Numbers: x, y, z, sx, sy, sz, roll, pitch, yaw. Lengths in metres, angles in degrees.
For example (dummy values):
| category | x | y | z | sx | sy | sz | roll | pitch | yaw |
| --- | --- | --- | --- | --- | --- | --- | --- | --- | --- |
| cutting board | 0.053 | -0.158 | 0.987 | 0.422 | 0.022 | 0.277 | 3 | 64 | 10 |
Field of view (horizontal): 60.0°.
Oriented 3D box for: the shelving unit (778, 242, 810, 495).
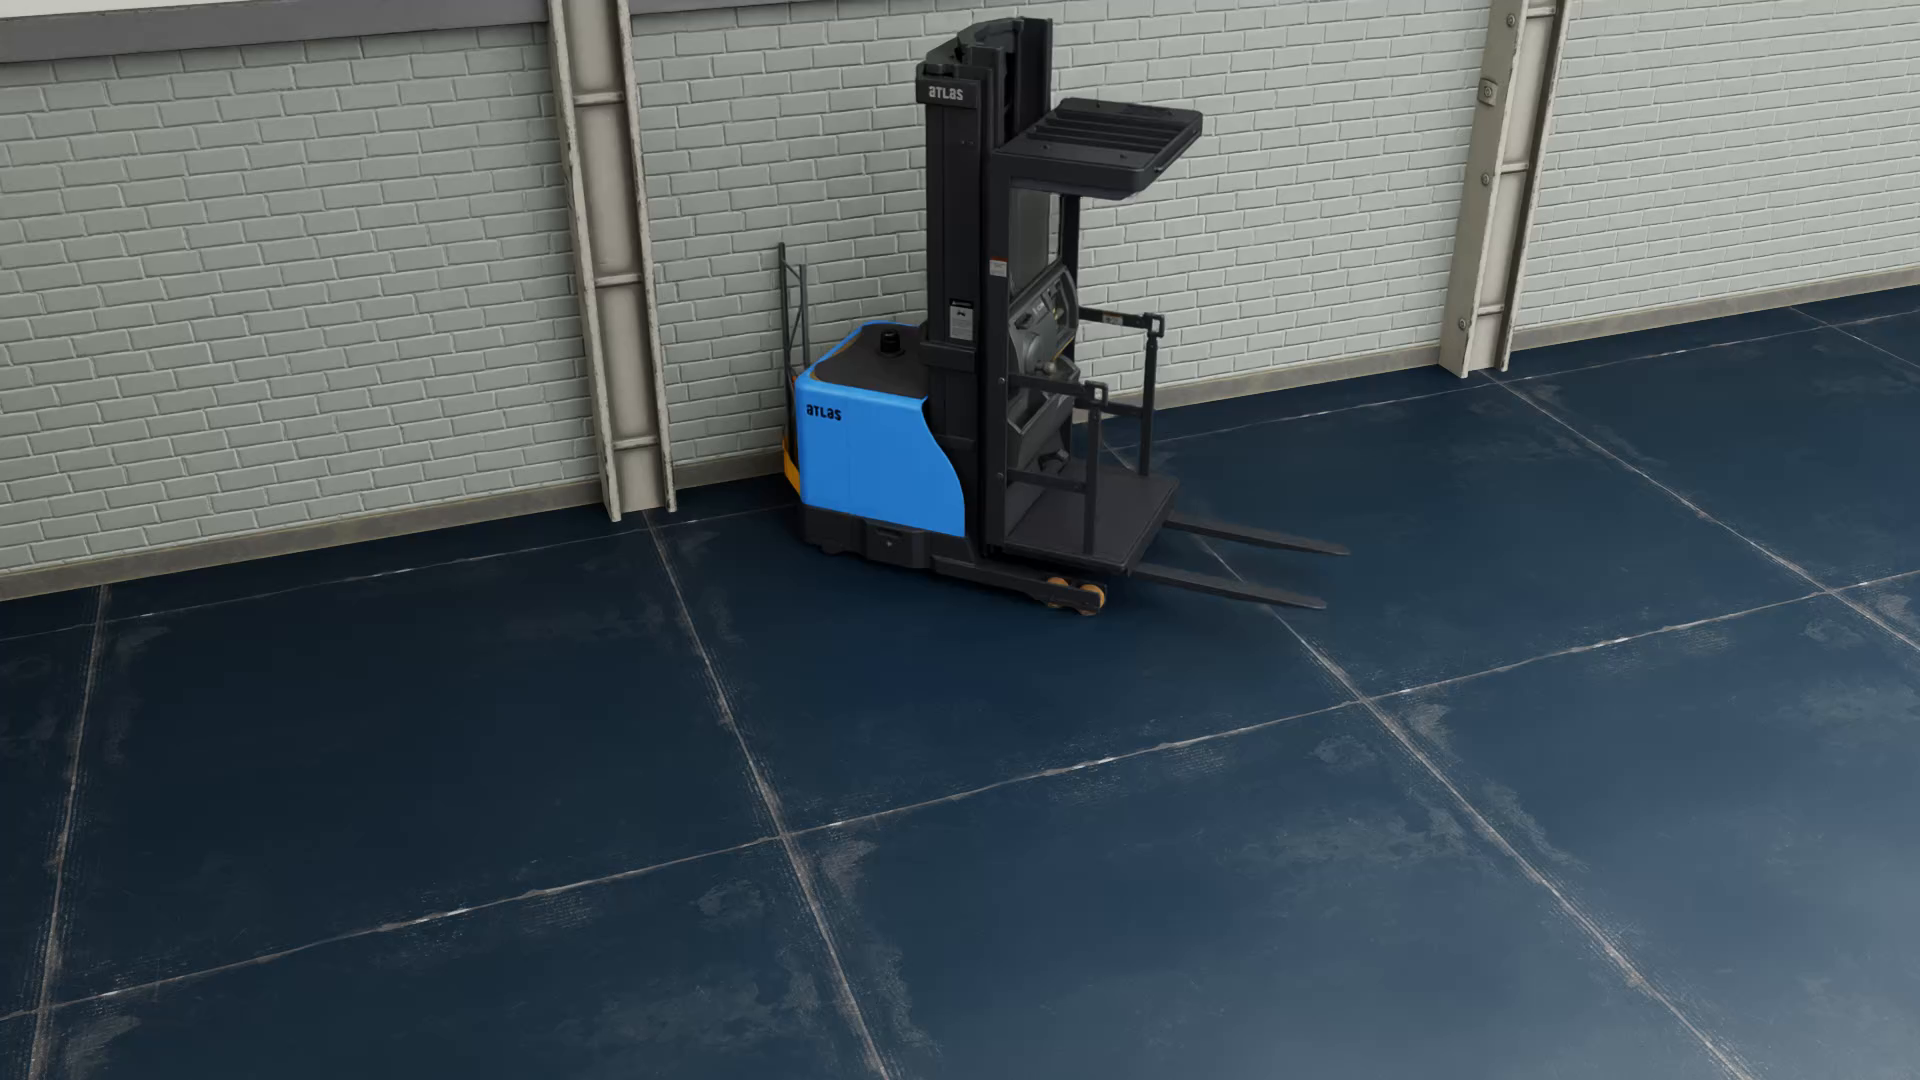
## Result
| category | x | y | z | sx | sy | sz | roll | pitch | yaw |
| --- | --- | --- | --- | --- | --- | --- | --- | --- | --- |
| shelving unit | -0.503 | -1.057 | 10.081 | 1.083 | 1.500 | 0.587 | -9 | 28 | -19 |

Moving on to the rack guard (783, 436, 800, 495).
| category | x | y | z | sx | sy | sz | roll | pitch | yaw |
| --- | --- | --- | --- | --- | --- | --- | --- | --- | --- |
| rack guard | -0.969 | -0.418 | 10.198 | 0.087 | 0.250 | 0.587 | -9 | 28 | -19 |

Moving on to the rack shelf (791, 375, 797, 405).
| category | x | y | z | sx | sy | sz | roll | pitch | yaw |
| --- | --- | --- | --- | --- | --- | --- | --- | --- | --- |
| rack shelf | -0.495 | -0.897 | 10.164 | 1.000 | 0.185 | 0.538 | -9 | 28 | -19 |

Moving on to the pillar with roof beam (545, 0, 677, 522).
| category | x | y | z | sx | sy | sz | roll | pitch | yaw |
| --- | --- | --- | --- | --- | --- | --- | --- | --- | --- |
| pillar with roof beam | -0.448 | -2.127 | 4.392 | 0.400 | 9.000 | 9.100 | -10 | 31 | -18 |

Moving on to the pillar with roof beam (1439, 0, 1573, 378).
| category | x | y | z | sx | sy | sz | roll | pitch | yaw |
| --- | --- | --- | --- | --- | --- | --- | --- | --- | --- |
| pillar with roof beam | 5.176 | -3.162 | 6.210 | 0.400 | 9.000 | 9.100 | -10 | 31 | -18 |

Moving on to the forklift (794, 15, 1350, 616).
| category | x | y | z | sx | sy | sz | roll | pitch | yaw |
| --- | --- | --- | --- | --- | --- | --- | --- | --- | --- |
| forklift | 0.636 | -1.163 | 8.830 | 3.031 | 2.935 | 1.130 | 12 | 32 | 20 |

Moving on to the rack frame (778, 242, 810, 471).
| category | x | y | z | sx | sy | sz | roll | pitch | yaw |
| --- | --- | --- | --- | --- | --- | --- | --- | --- | --- |
| rack frame | -0.970 | -0.979 | 9.923 | 0.032 | 1.500 | 0.500 | -9 | 28 | -19 |
